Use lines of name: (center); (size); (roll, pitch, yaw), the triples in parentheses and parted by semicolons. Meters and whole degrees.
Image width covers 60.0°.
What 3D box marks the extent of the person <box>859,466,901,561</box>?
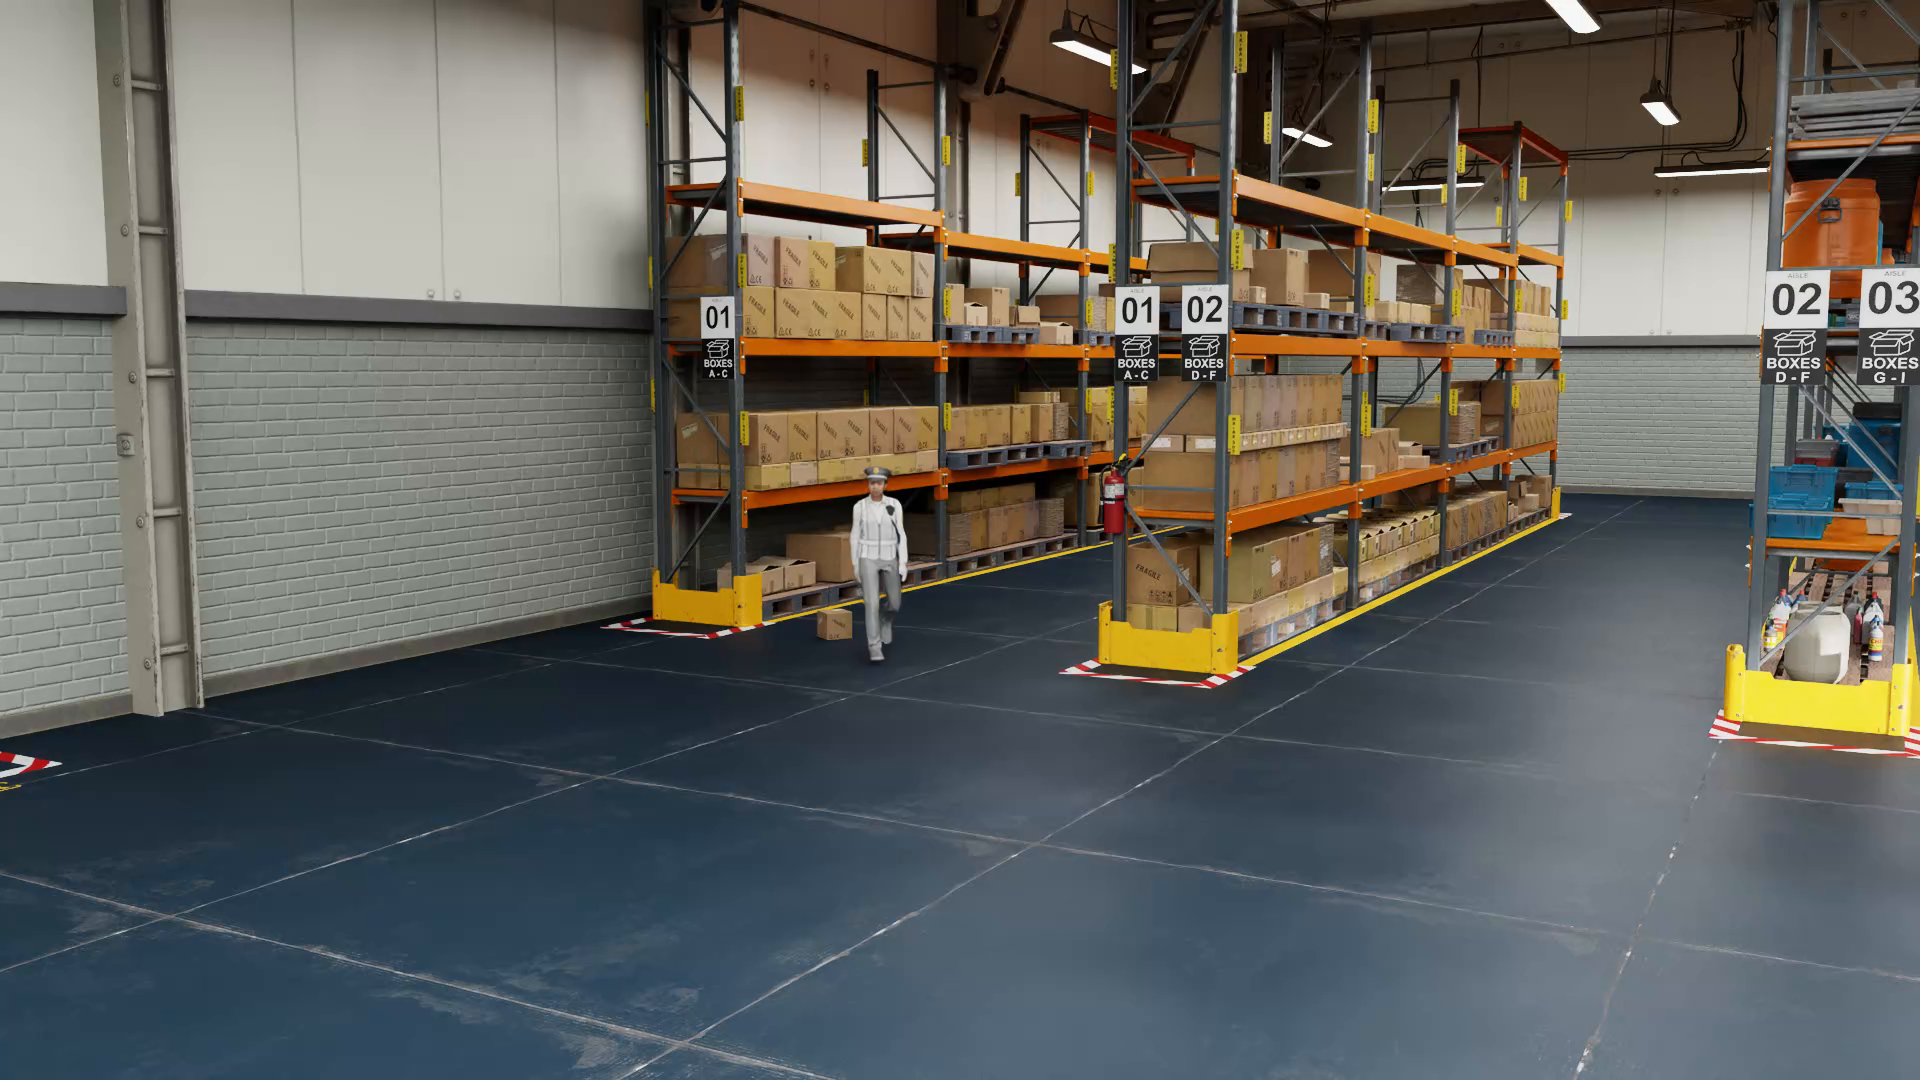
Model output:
person: (-0.693, -0.227, 14.329); (0.367, 0.828, 0.329); (-1, 6, -10)
